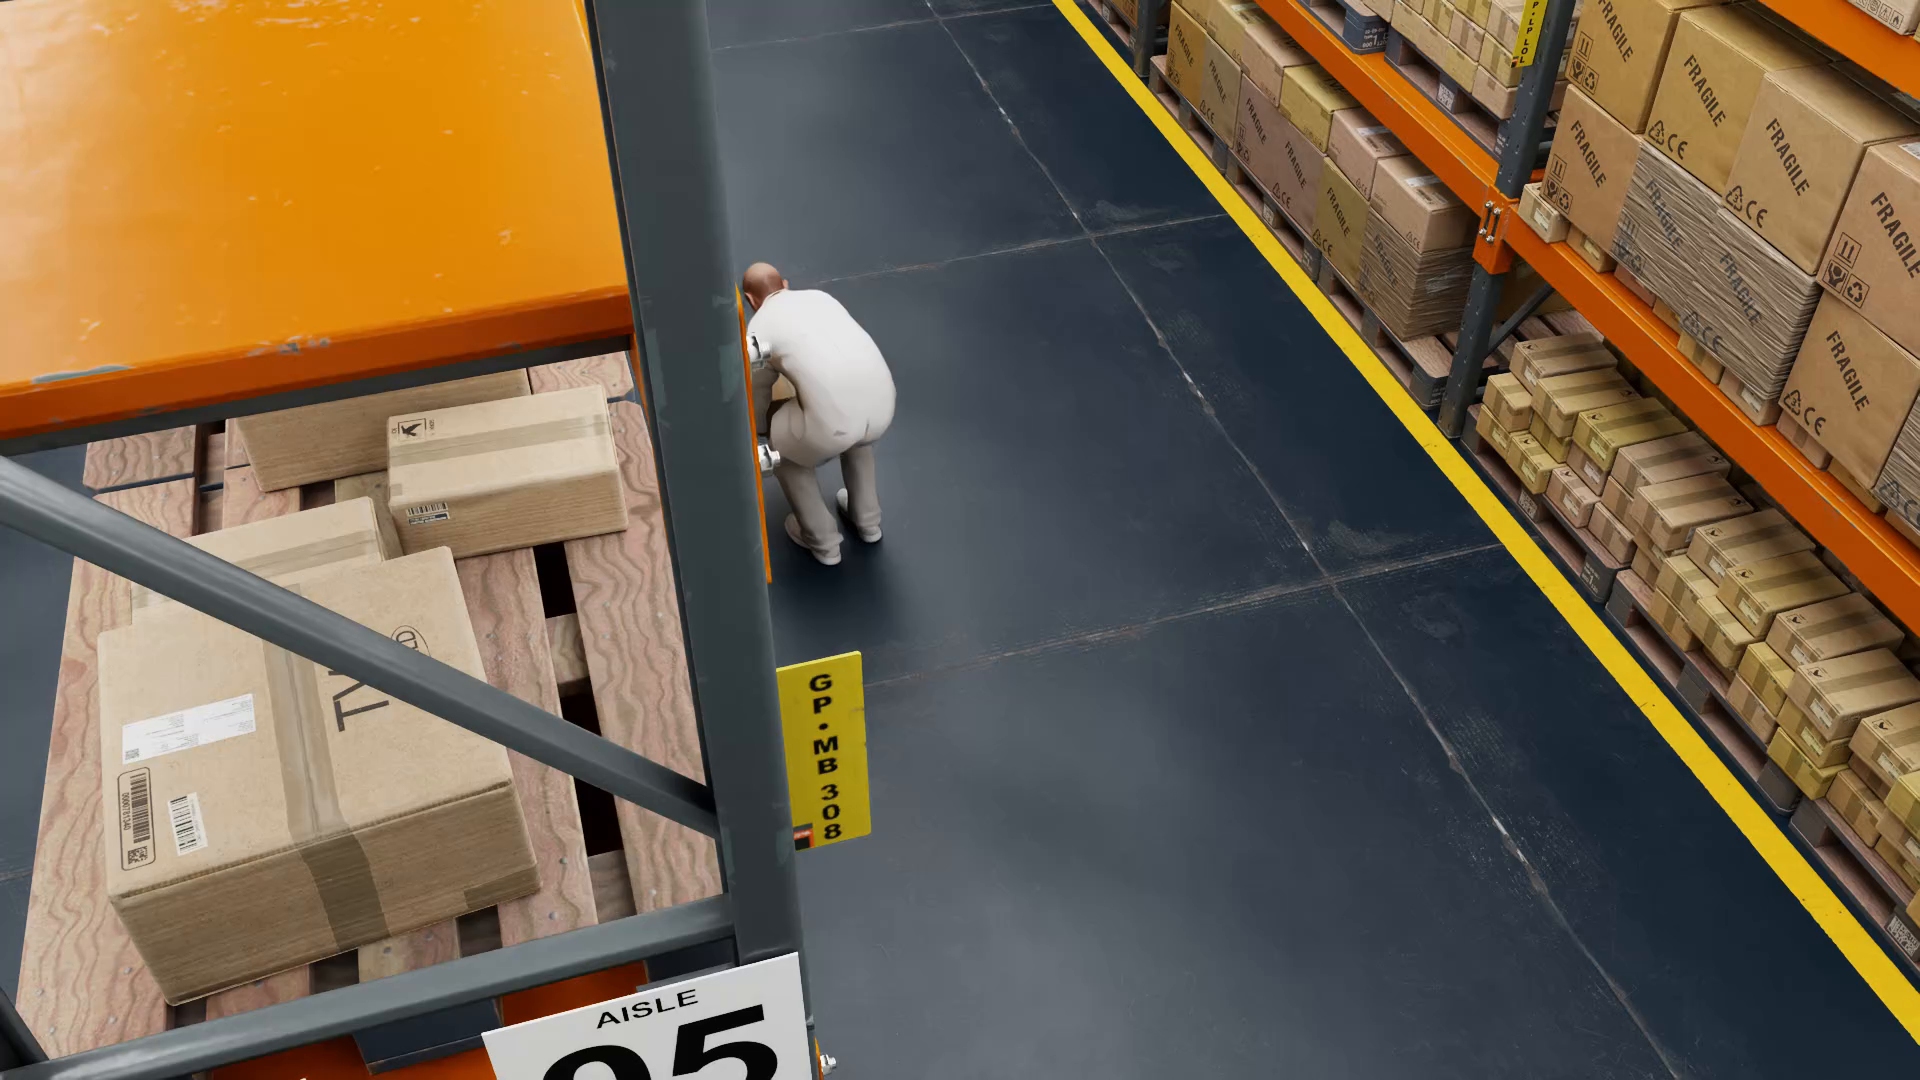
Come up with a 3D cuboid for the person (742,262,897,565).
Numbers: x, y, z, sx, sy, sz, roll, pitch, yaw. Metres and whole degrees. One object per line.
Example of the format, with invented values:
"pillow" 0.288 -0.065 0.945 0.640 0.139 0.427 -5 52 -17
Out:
"person" -0.639 -0.546 7.262 0.581 1.142 0.936 -24 47 -25
